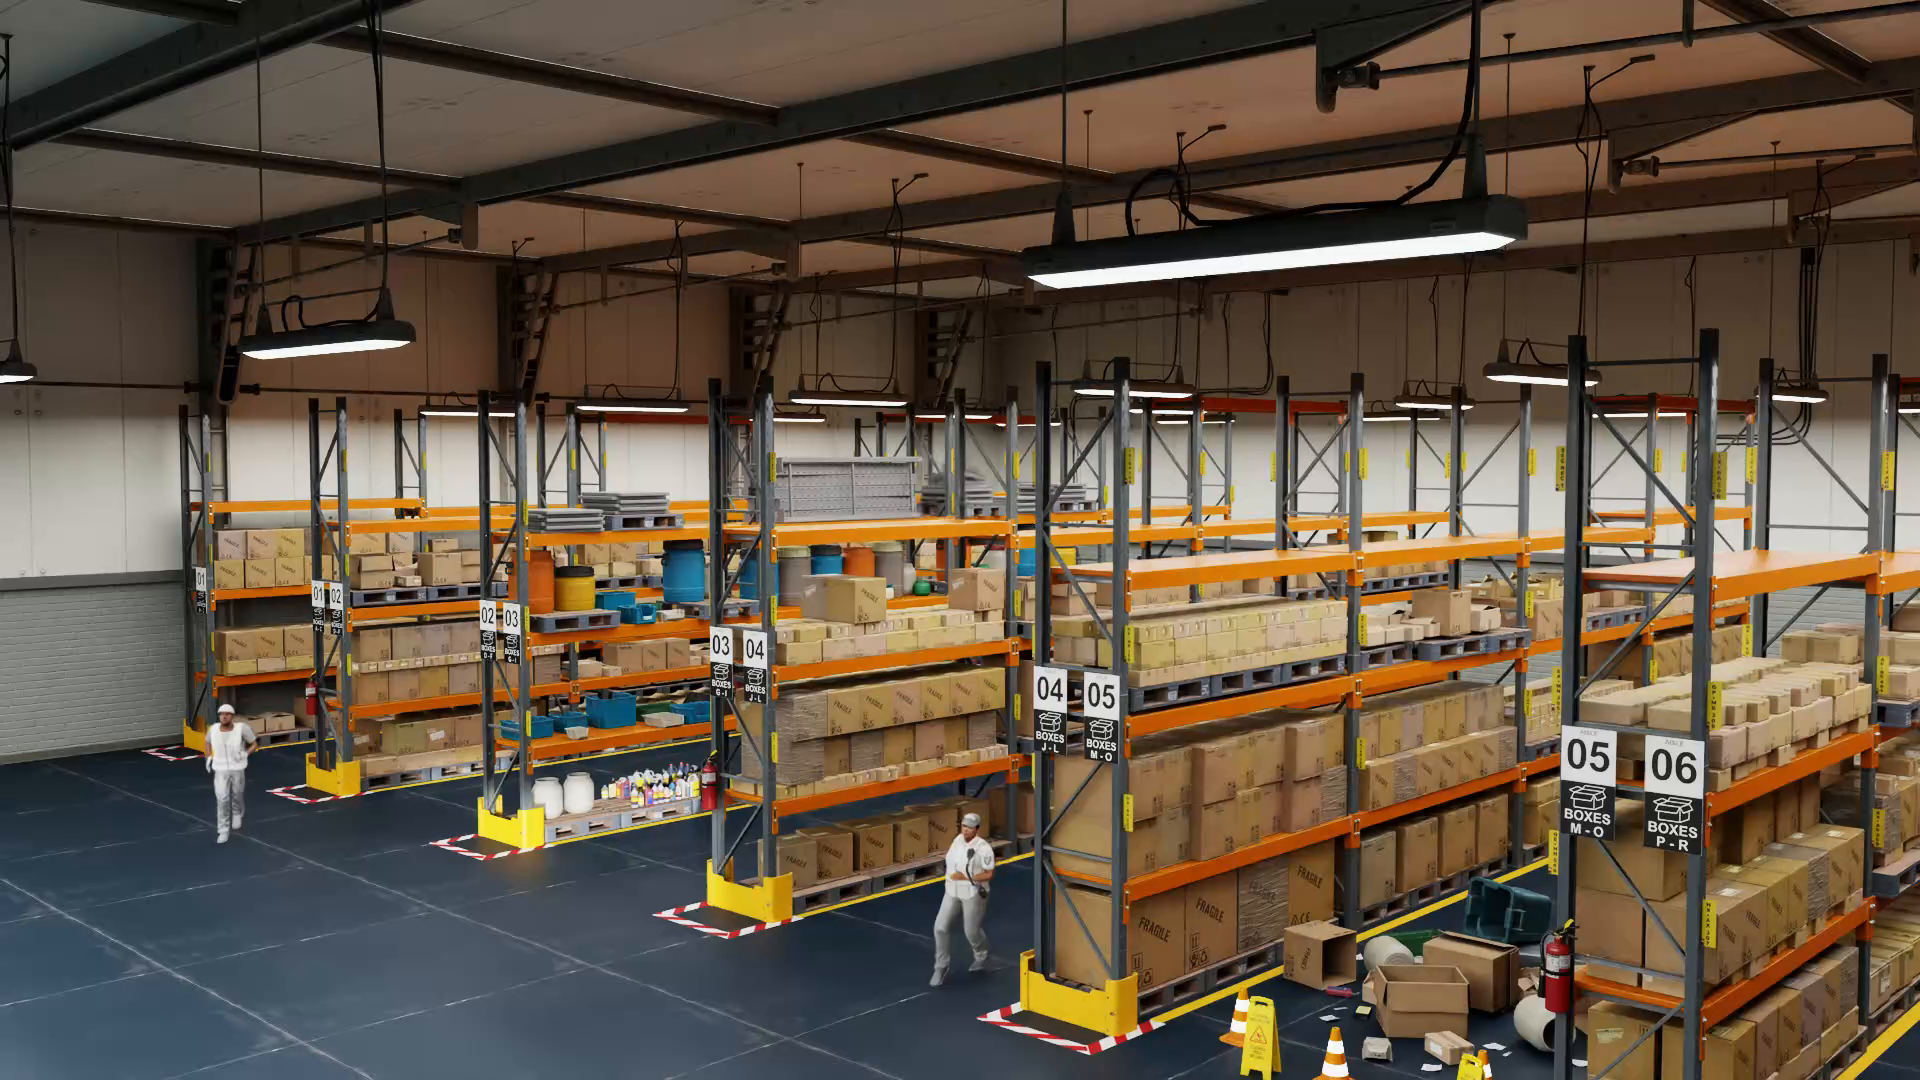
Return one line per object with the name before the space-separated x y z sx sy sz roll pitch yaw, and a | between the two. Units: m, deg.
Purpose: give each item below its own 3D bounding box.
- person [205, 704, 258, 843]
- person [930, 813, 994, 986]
person | -9.766 3.076 22.286 0.675 1.789 0.924 -1 3 -18
person | 0.094 3.501 16.264 0.601 1.708 0.748 2 4 35
